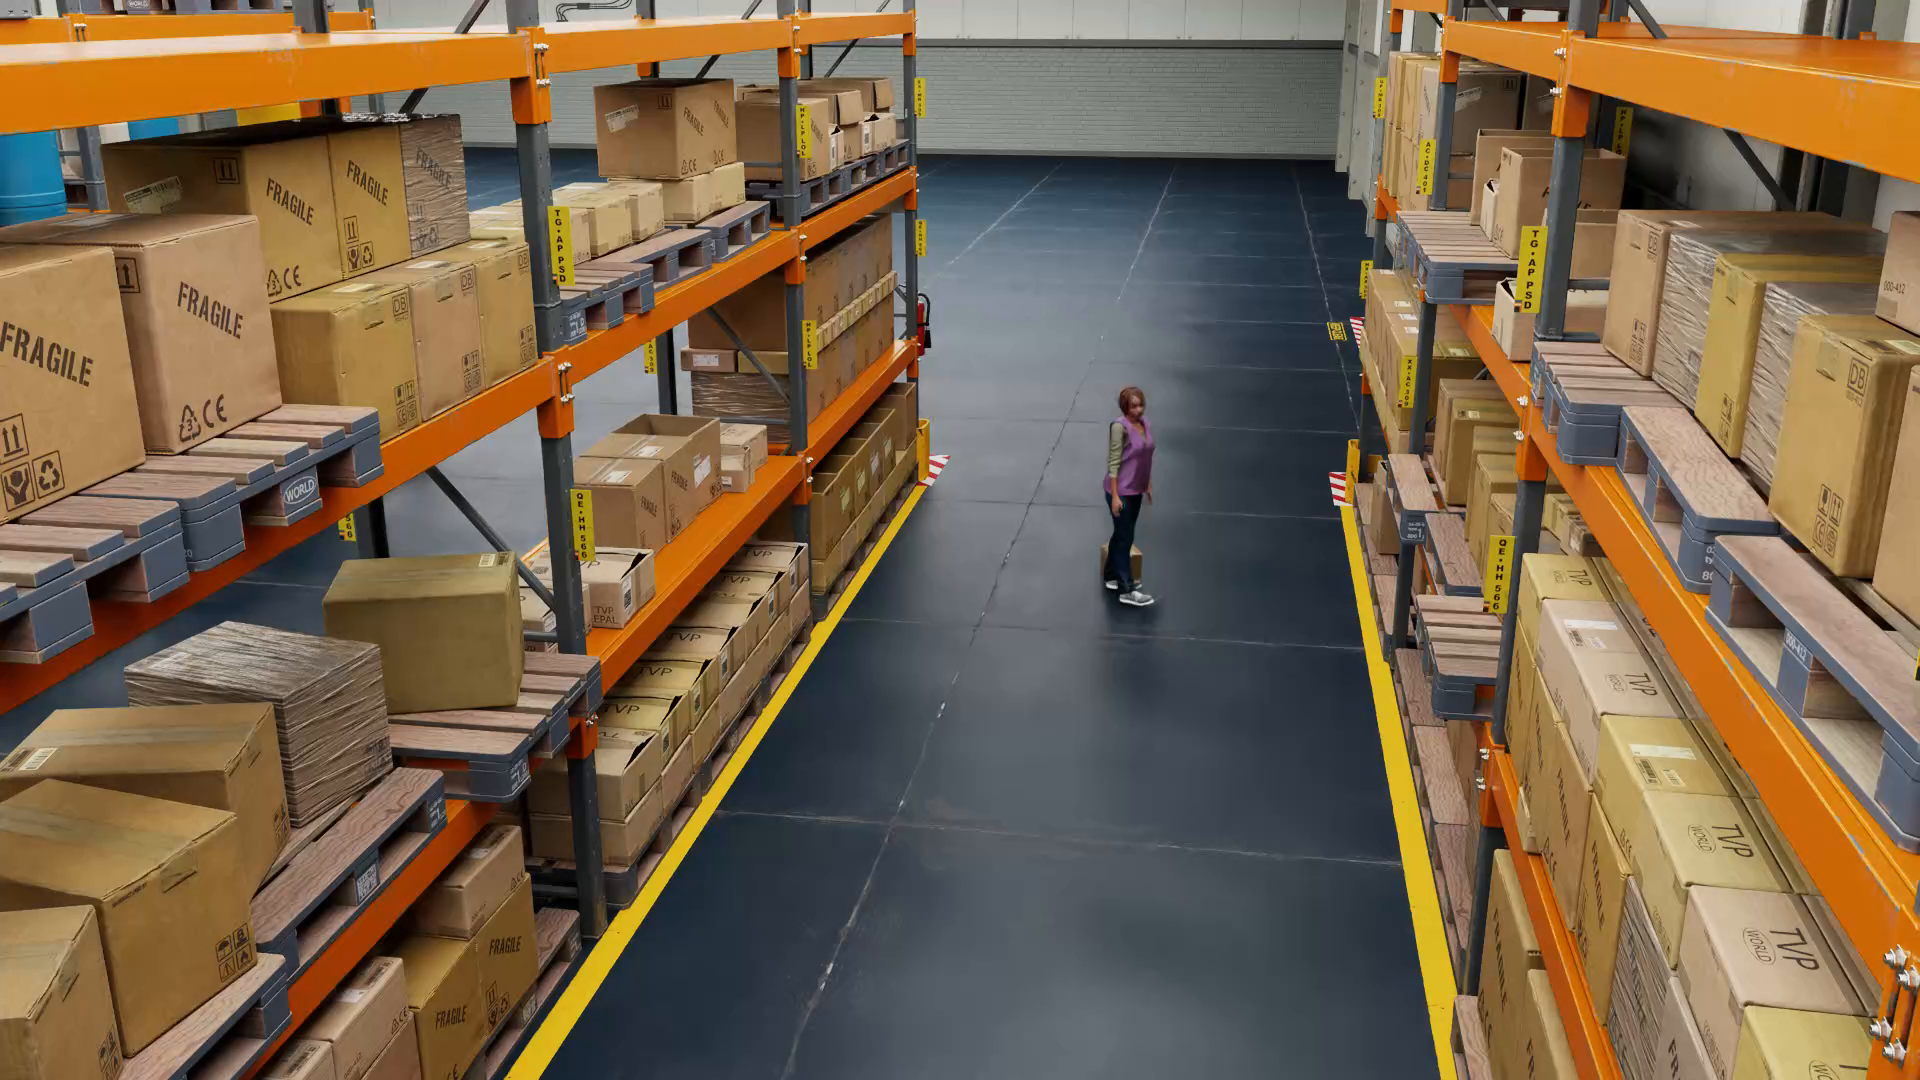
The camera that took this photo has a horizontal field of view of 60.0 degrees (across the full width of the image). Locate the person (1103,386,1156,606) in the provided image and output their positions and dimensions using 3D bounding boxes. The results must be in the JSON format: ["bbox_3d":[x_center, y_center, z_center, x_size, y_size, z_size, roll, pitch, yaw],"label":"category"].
[{"bbox_3d":[1.240,-0.331,12.006,0.516,1.595,0.500,13,22,35],"label":"person"}]
